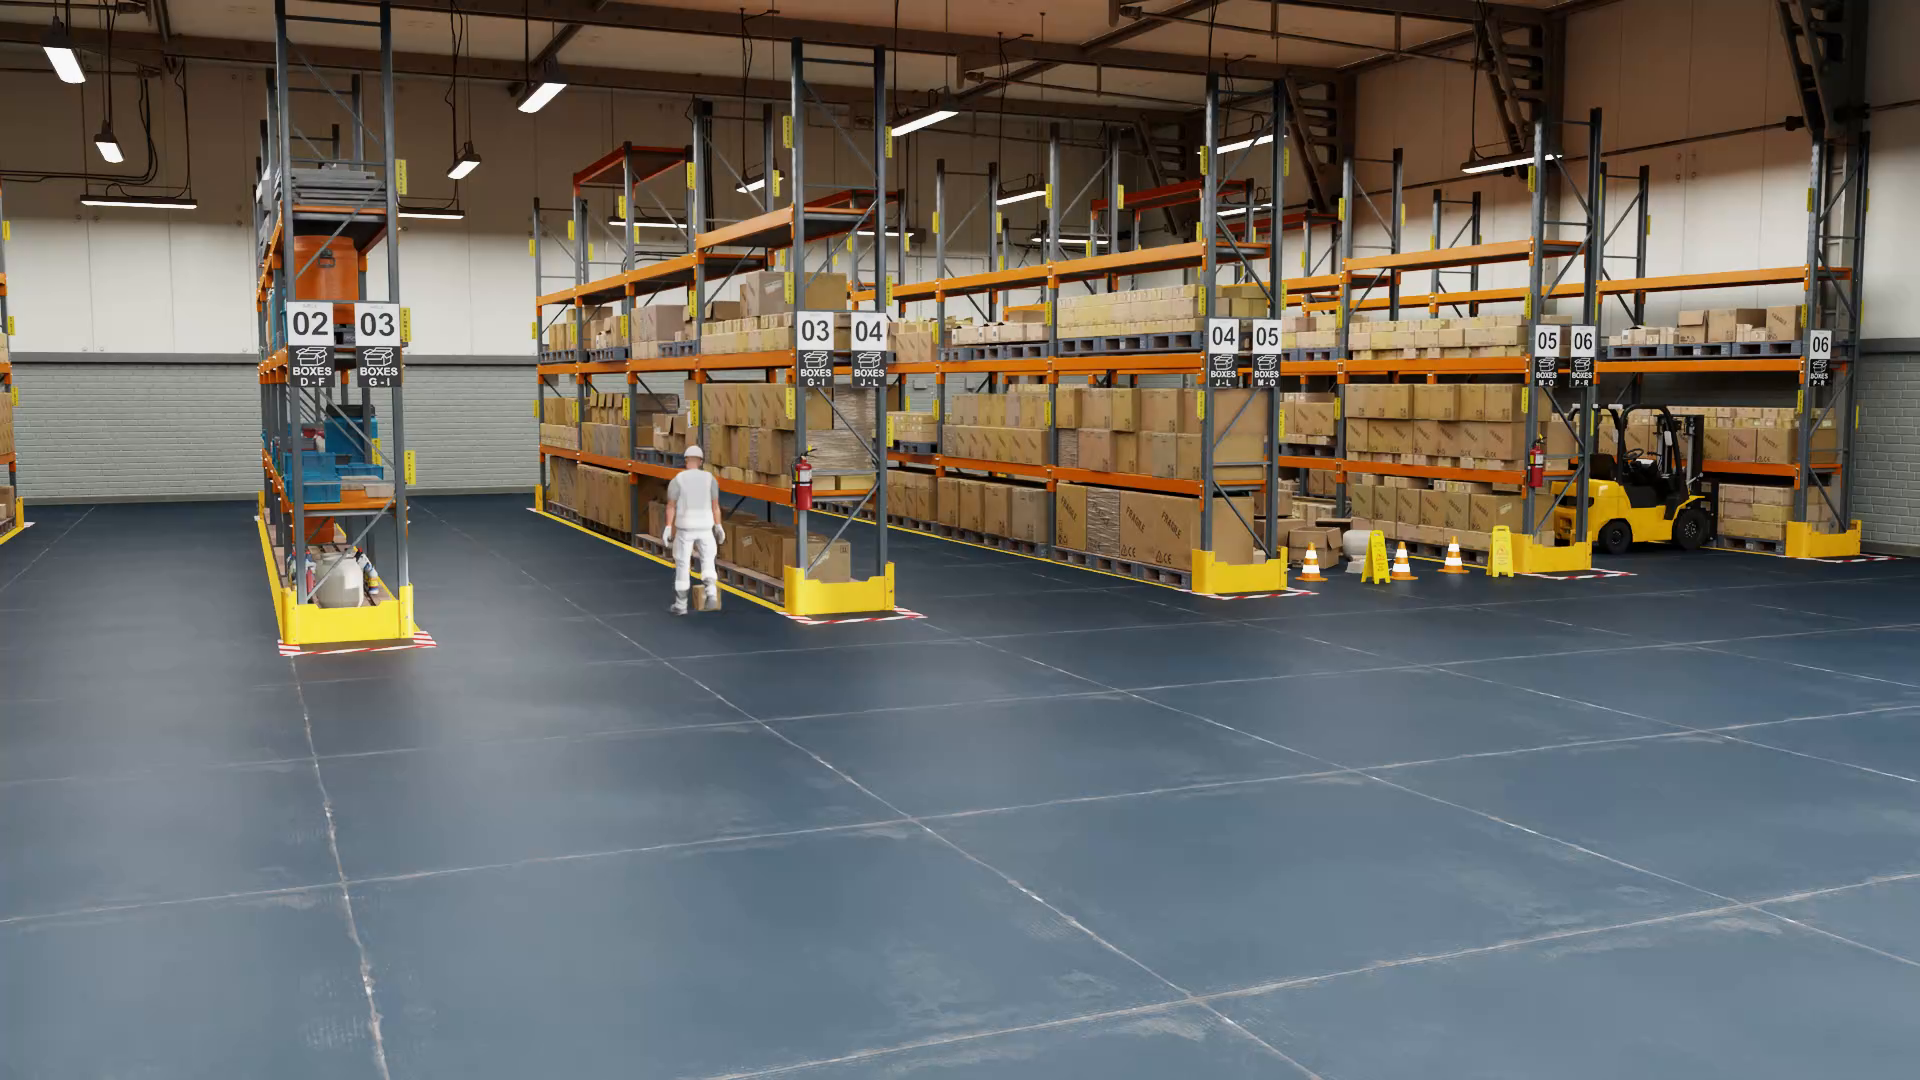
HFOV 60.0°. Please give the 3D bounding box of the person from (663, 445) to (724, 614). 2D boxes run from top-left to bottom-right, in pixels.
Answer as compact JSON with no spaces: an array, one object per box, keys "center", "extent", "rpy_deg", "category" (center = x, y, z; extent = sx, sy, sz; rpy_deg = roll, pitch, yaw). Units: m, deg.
[{"center":[-2.816,-0.106,17.544],"extent":[0.648,1.782,0.558],"rpy_deg":[-2,6,-17],"category":"person"}]
